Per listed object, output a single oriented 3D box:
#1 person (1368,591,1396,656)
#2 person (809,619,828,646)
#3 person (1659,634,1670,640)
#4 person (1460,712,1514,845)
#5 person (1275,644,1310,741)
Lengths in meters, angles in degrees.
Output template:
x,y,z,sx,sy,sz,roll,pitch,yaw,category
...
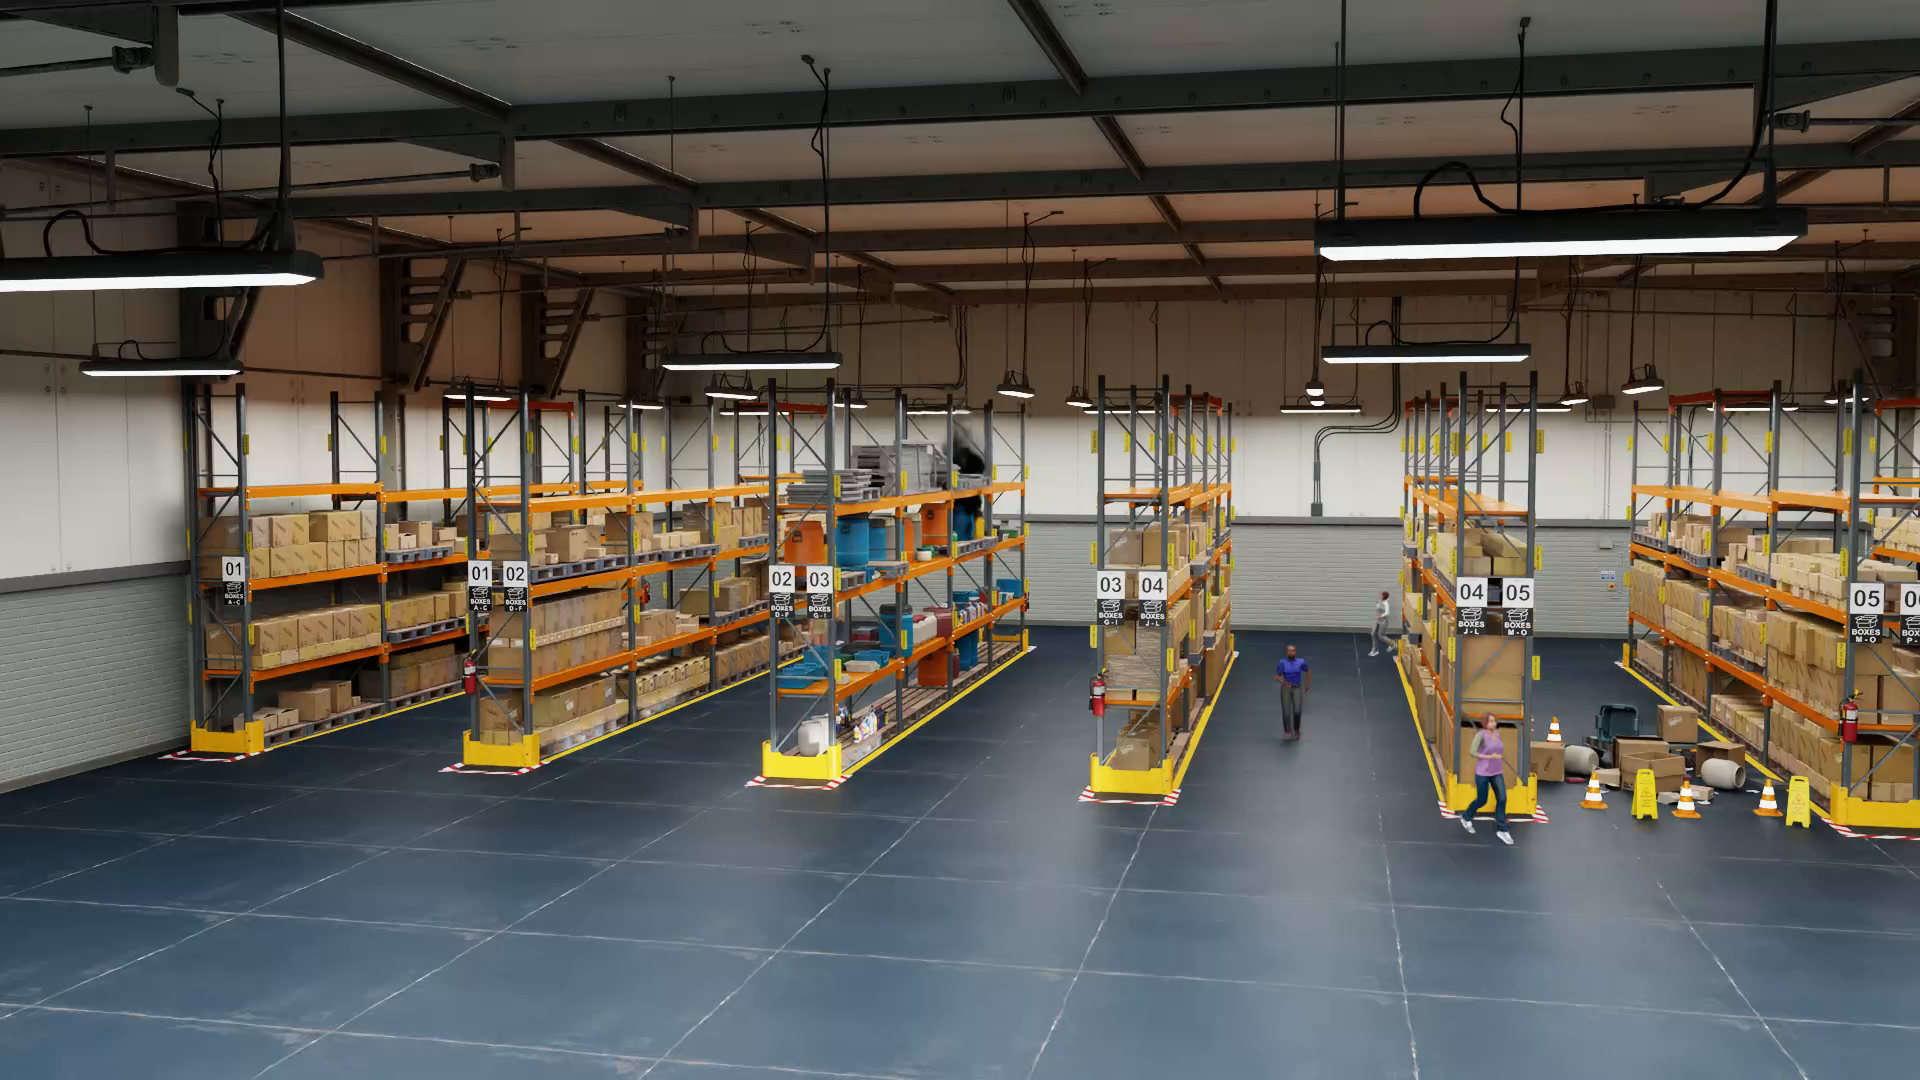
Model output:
x,y,z,sx,sy,sz,roll,pitch,yaw,category
10.055,1.978,39.405,0.709,1.587,0.571,-1,3,-11,person
-2.853,1.934,34.233,0.572,1.638,0.544,1,3,11,person
16.436,2.037,38.577,0.525,1.550,0.741,3,5,44,person
6.666,2.987,21.047,0.542,1.621,0.773,-1,4,-23,person
5.625,2.582,28.106,0.599,1.644,0.646,0,3,8,person
